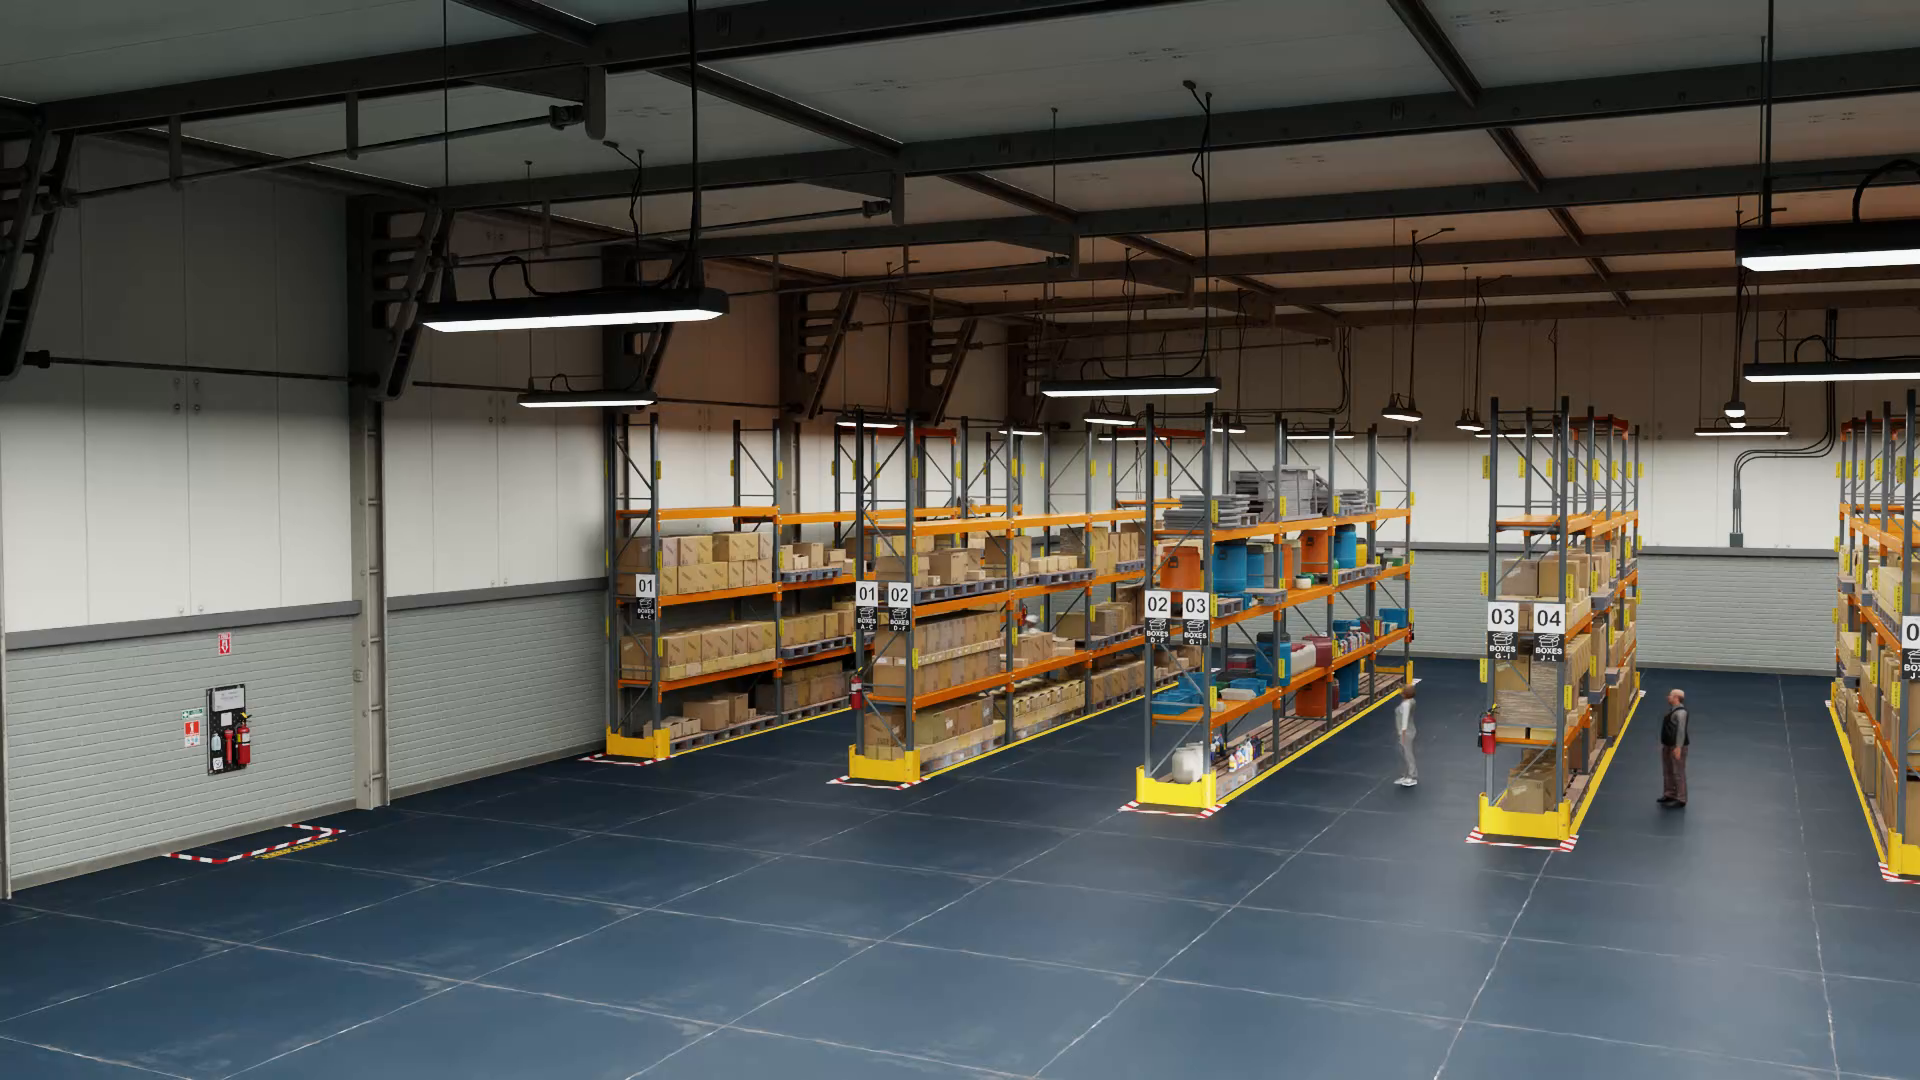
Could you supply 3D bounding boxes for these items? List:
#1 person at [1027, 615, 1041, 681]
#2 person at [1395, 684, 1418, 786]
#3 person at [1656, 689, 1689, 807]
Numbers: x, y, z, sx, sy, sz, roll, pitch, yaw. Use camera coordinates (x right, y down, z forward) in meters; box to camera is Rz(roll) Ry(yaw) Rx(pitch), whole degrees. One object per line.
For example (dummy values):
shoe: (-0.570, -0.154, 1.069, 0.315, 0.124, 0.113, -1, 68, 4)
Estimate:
person: (1.554, 2.556, 36.938, 0.438, 1.786, 0.596, 0, 2, 9)
person: (7.096, 3.095, 26.410, 0.362, 1.617, 0.489, 0, 2, 9)
person: (10.643, 3.090, 24.787, 0.400, 1.722, 0.565, 0, 2, -6)
